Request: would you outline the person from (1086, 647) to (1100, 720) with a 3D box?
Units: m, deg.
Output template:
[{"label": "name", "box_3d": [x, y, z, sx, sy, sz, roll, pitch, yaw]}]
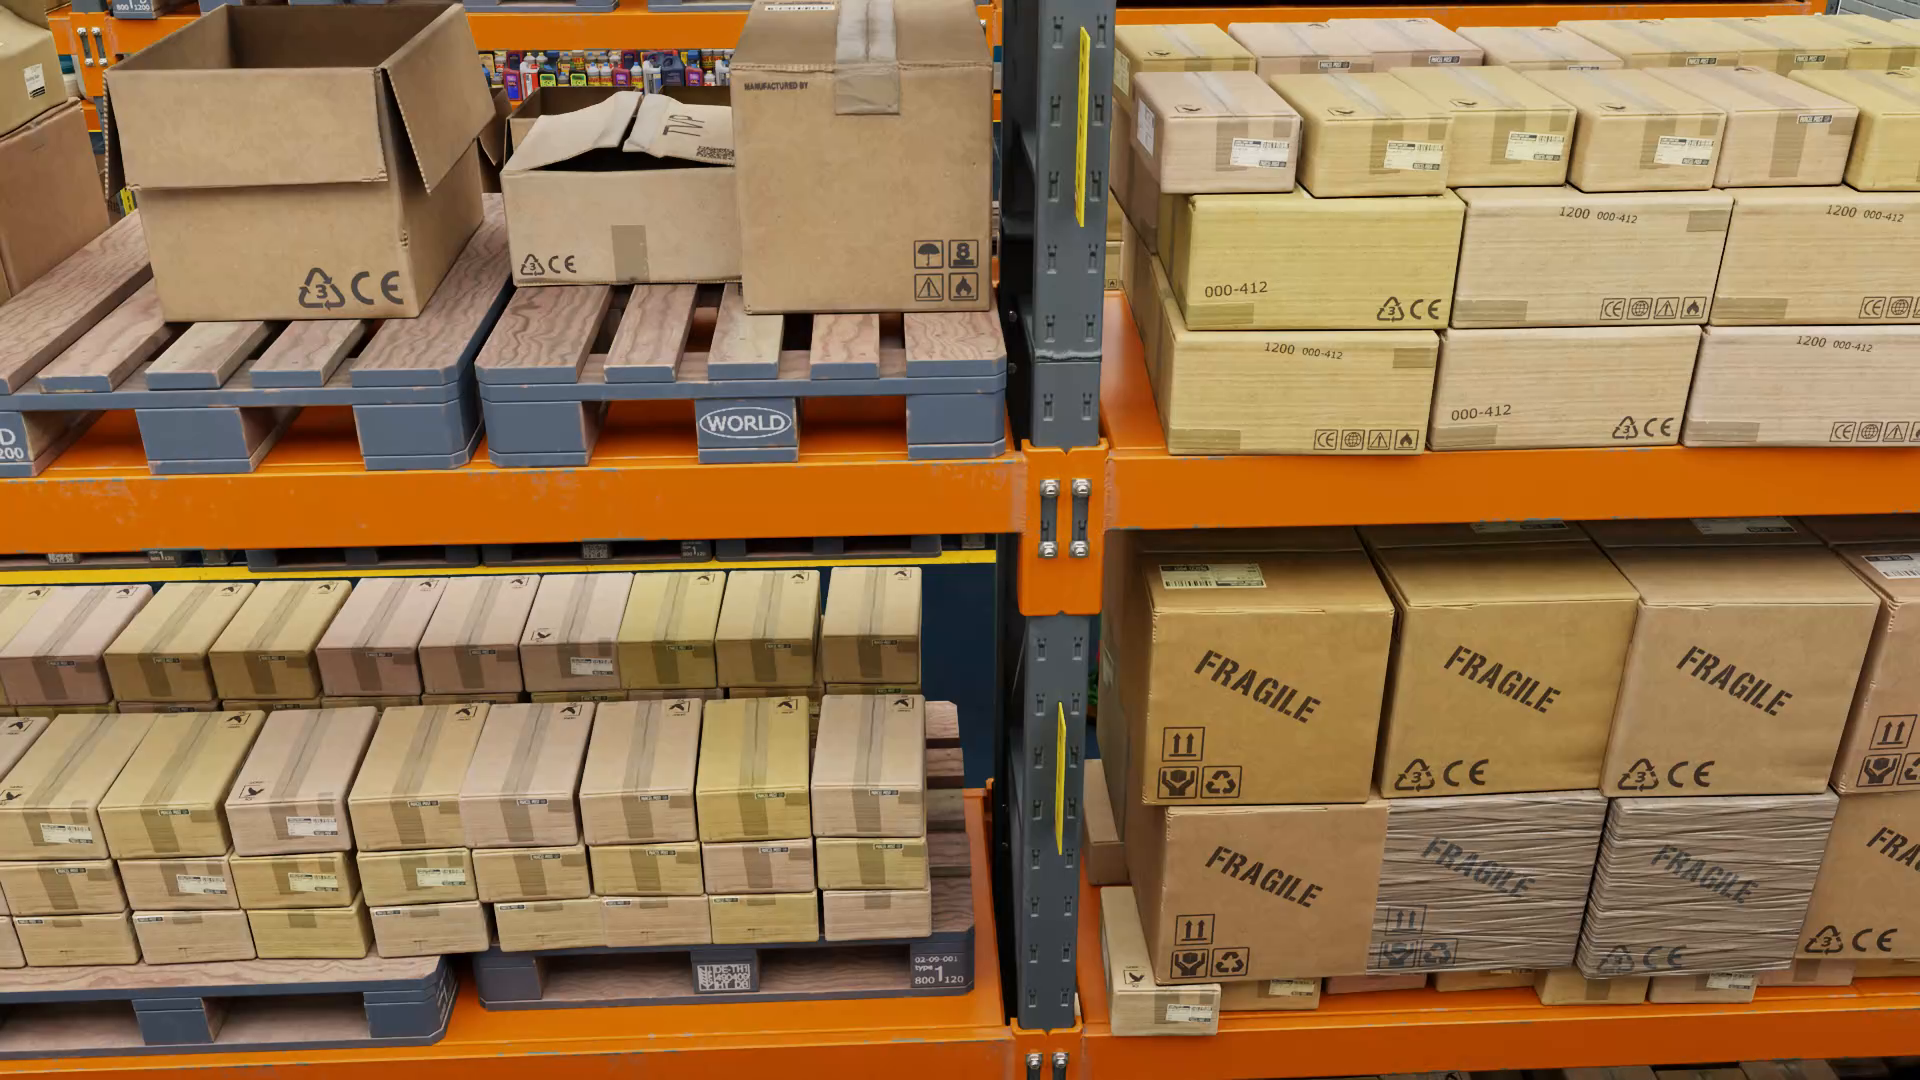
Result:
[{"label": "person", "box_3d": [0.830, -0.062, 7.212, 0.562, 1.803, 0.564, 1, 27, 3]}]
